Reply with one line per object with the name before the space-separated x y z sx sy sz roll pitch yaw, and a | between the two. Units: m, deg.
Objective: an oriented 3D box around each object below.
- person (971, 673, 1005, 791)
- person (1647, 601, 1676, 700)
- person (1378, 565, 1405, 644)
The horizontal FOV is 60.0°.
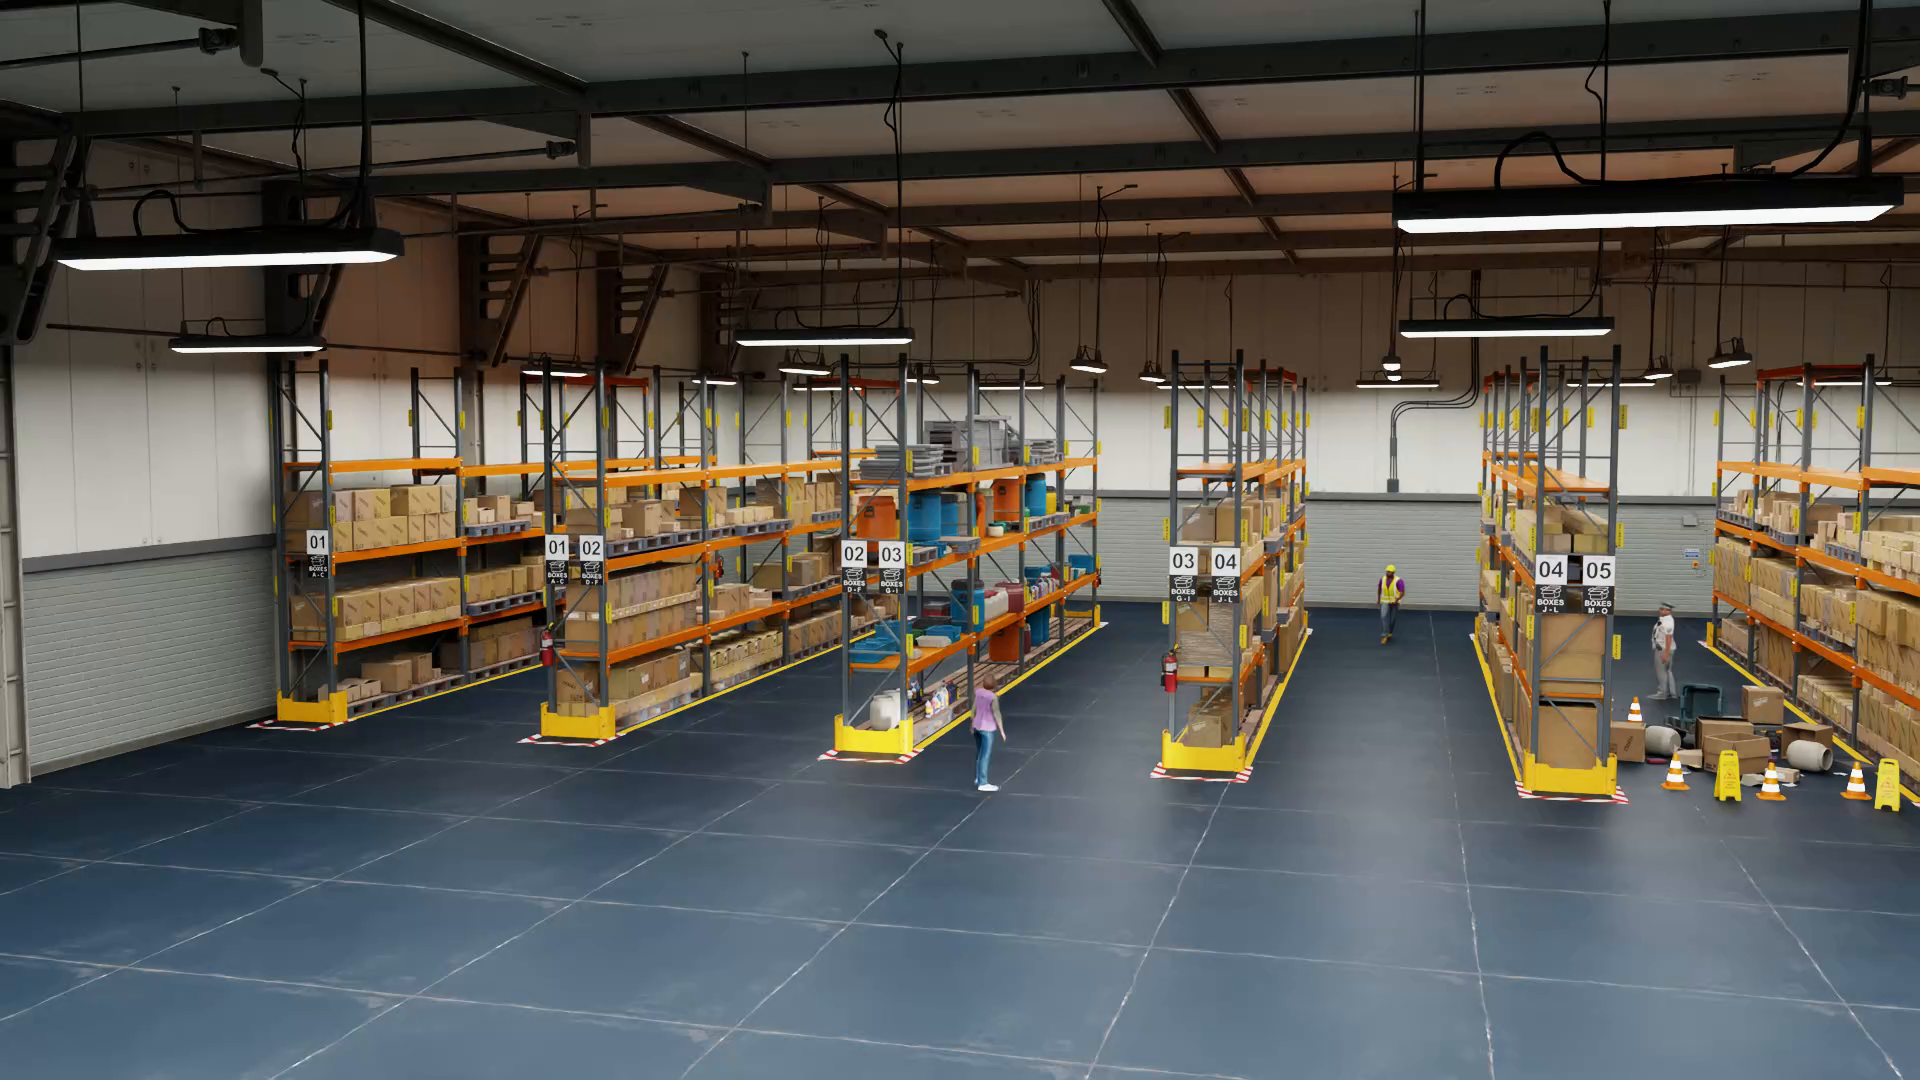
person | 0.321 2.594 22.610 0.459 1.607 0.605 -3 5 -36
person | 12.646 1.979 29.869 0.436 1.779 0.572 3 5 39
person | 9.772 1.439 37.724 0.600 1.741 1.003 1 4 17
